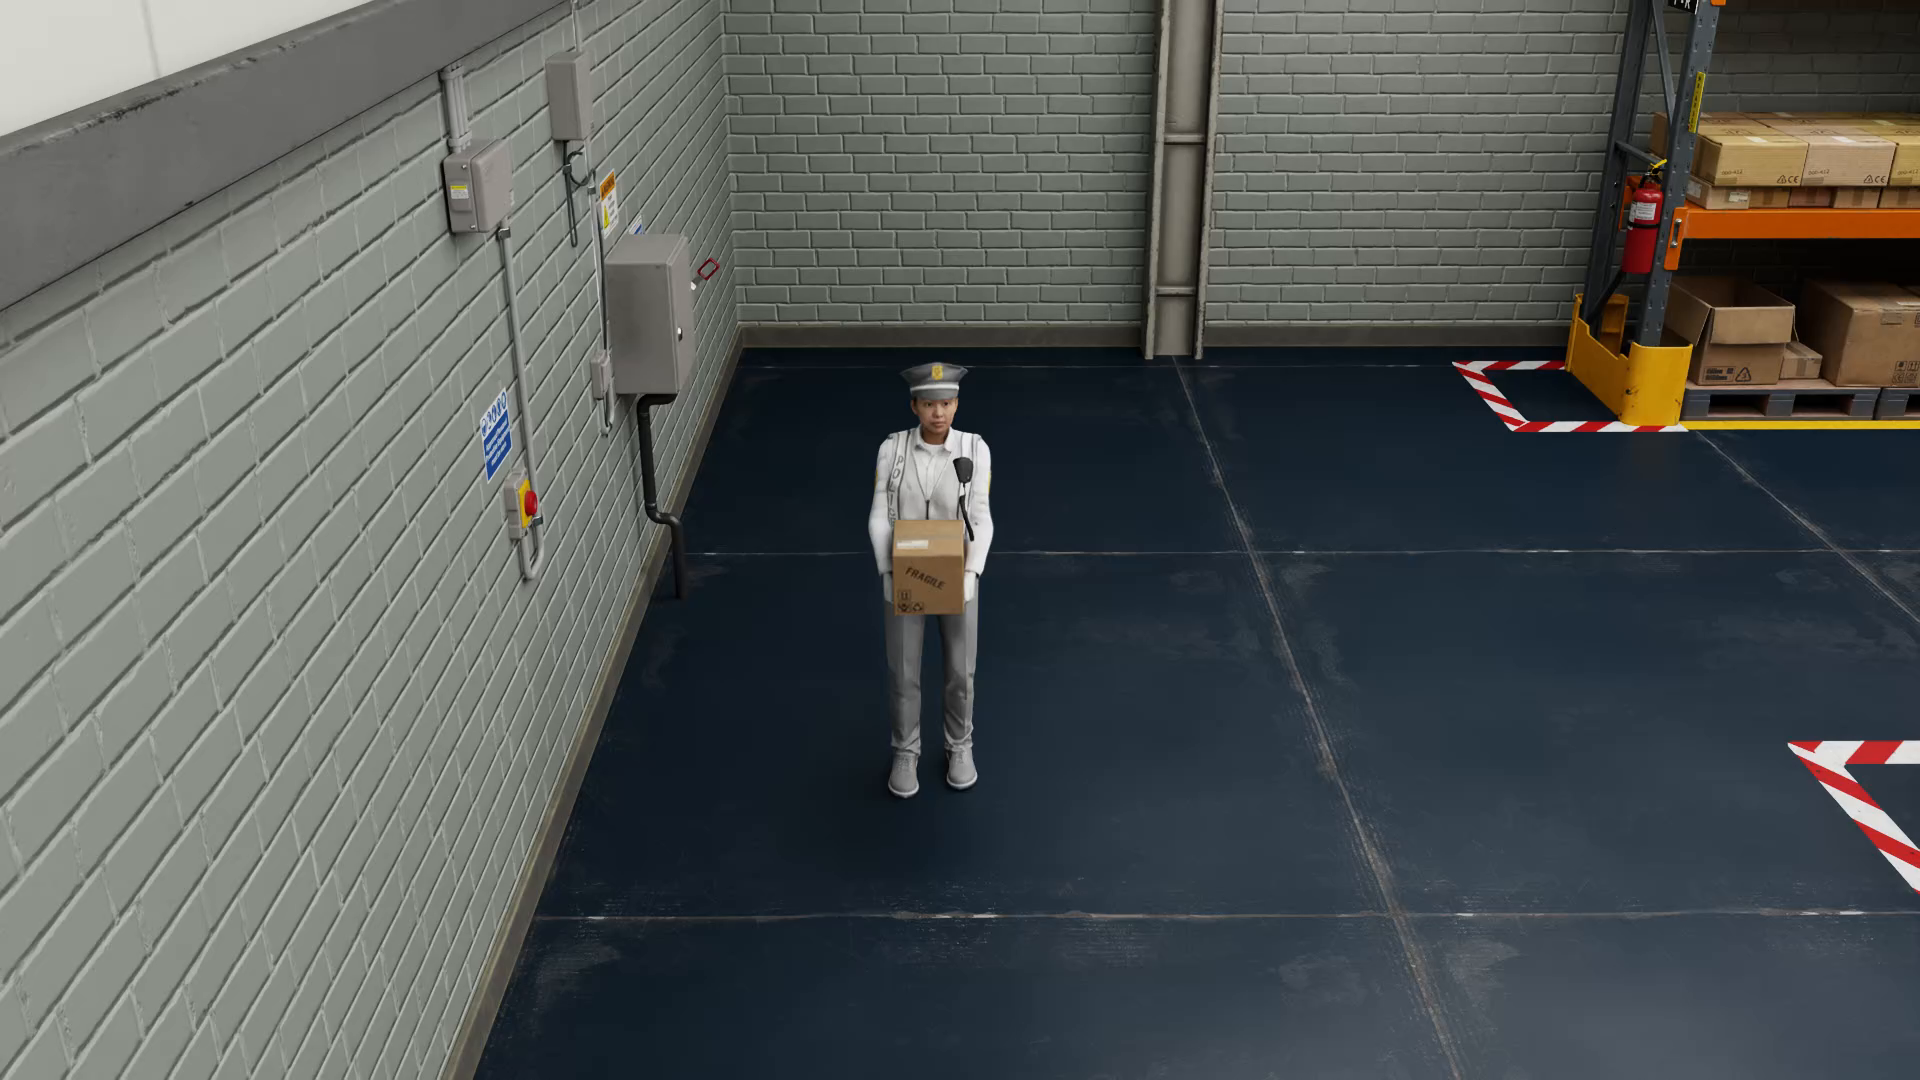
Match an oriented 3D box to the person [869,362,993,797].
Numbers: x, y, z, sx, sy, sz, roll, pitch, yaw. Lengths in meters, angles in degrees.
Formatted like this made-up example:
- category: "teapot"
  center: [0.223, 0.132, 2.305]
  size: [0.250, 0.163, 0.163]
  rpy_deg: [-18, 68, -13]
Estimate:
- category: "person"
  center: [-0.107, 0.165, 6.206]
  size: [0.460, 1.686, 0.564]
  rpy_deg: [0, 24, 0]
